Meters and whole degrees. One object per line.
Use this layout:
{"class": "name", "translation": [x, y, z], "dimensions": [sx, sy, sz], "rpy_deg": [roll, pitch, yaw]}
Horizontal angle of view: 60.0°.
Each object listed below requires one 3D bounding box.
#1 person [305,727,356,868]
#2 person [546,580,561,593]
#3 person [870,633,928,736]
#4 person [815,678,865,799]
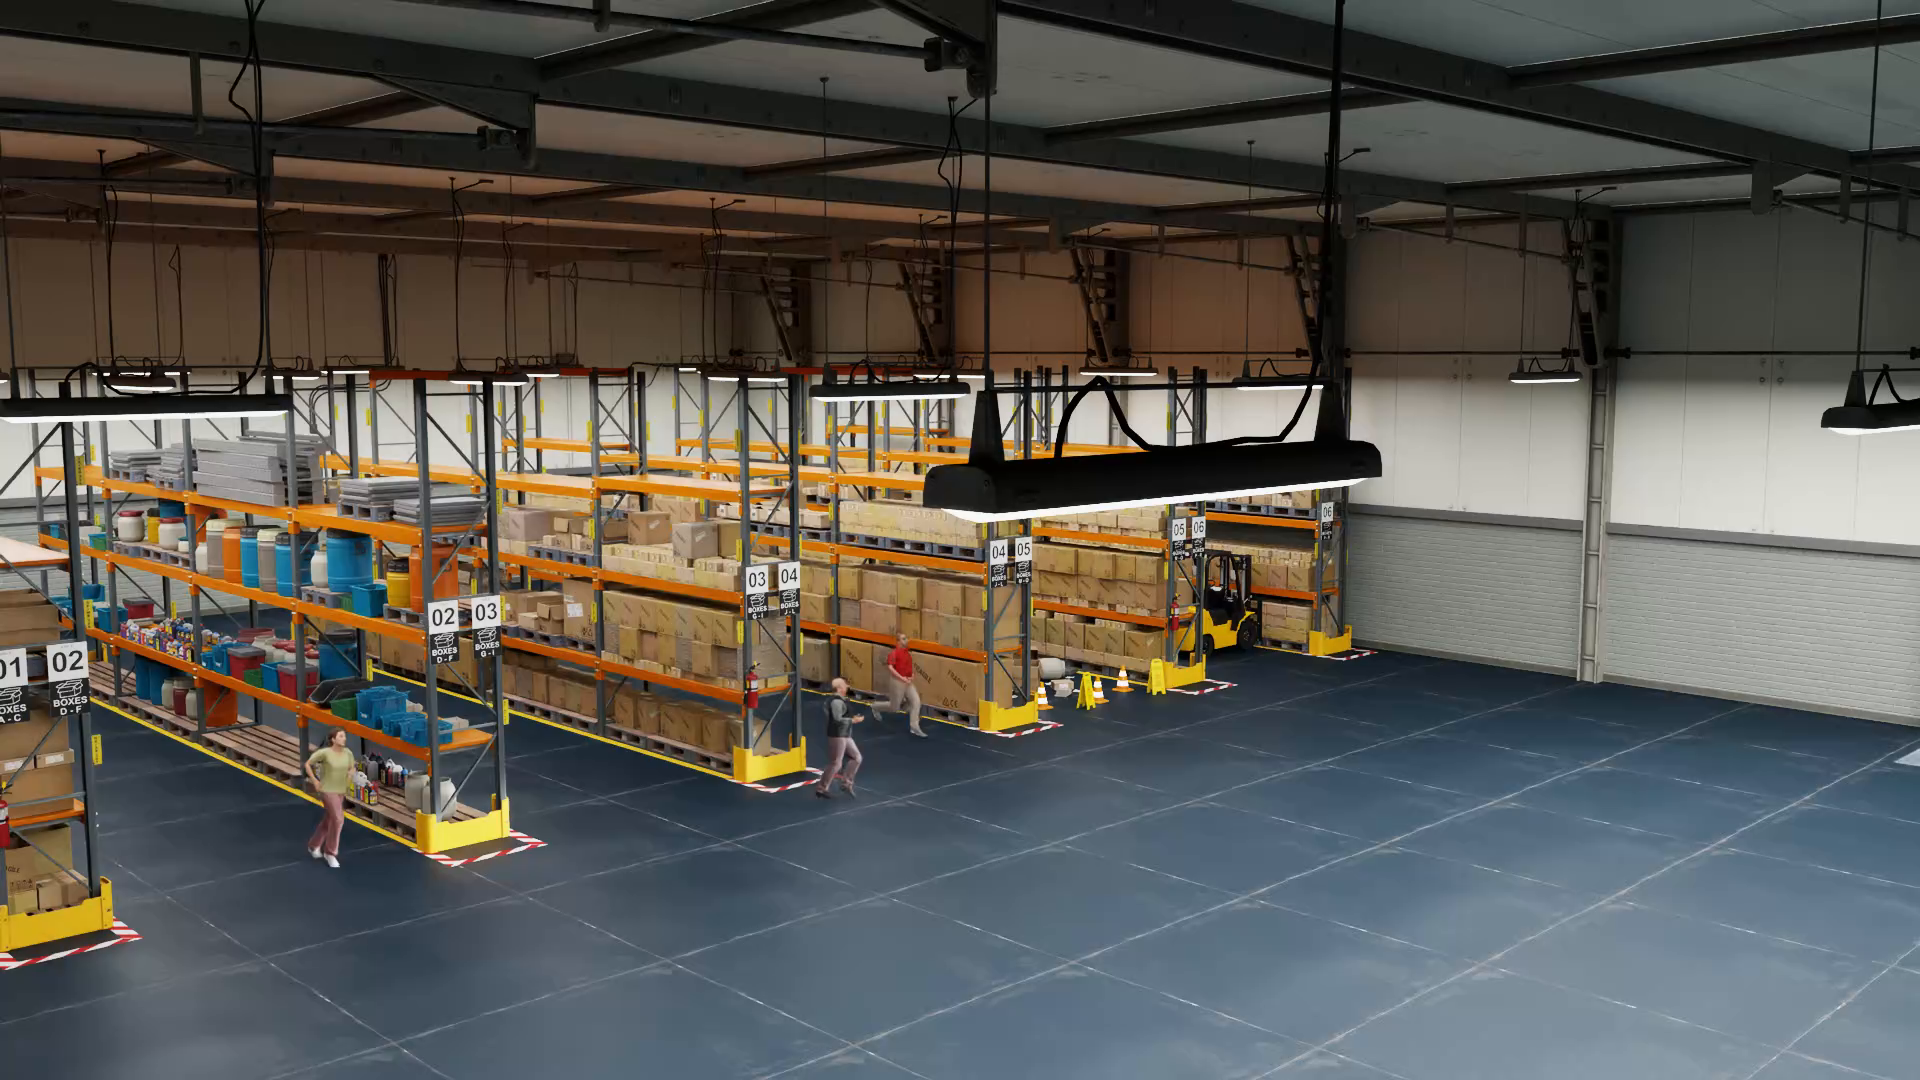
{"class": "person", "translation": [-7.837, 3.181, 20.787], "dimensions": [0.657, 1.704, 0.568], "rpy_deg": [3, 7, 28]}
{"class": "person", "translation": [-10.122, 0.866, 41.003], "dimensions": [0.561, 1.684, 0.717], "rpy_deg": [2, 7, 14]}
{"class": "person", "translation": [-1.010, 2.399, 27.655], "dimensions": [1.029, 1.724, 0.642], "rpy_deg": [4, 8, 33]}
{"class": "person", "translation": [-1.695, 2.829, 23.548], "dimensions": [0.702, 1.768, 0.653], "rpy_deg": [0, 6, 1]}
